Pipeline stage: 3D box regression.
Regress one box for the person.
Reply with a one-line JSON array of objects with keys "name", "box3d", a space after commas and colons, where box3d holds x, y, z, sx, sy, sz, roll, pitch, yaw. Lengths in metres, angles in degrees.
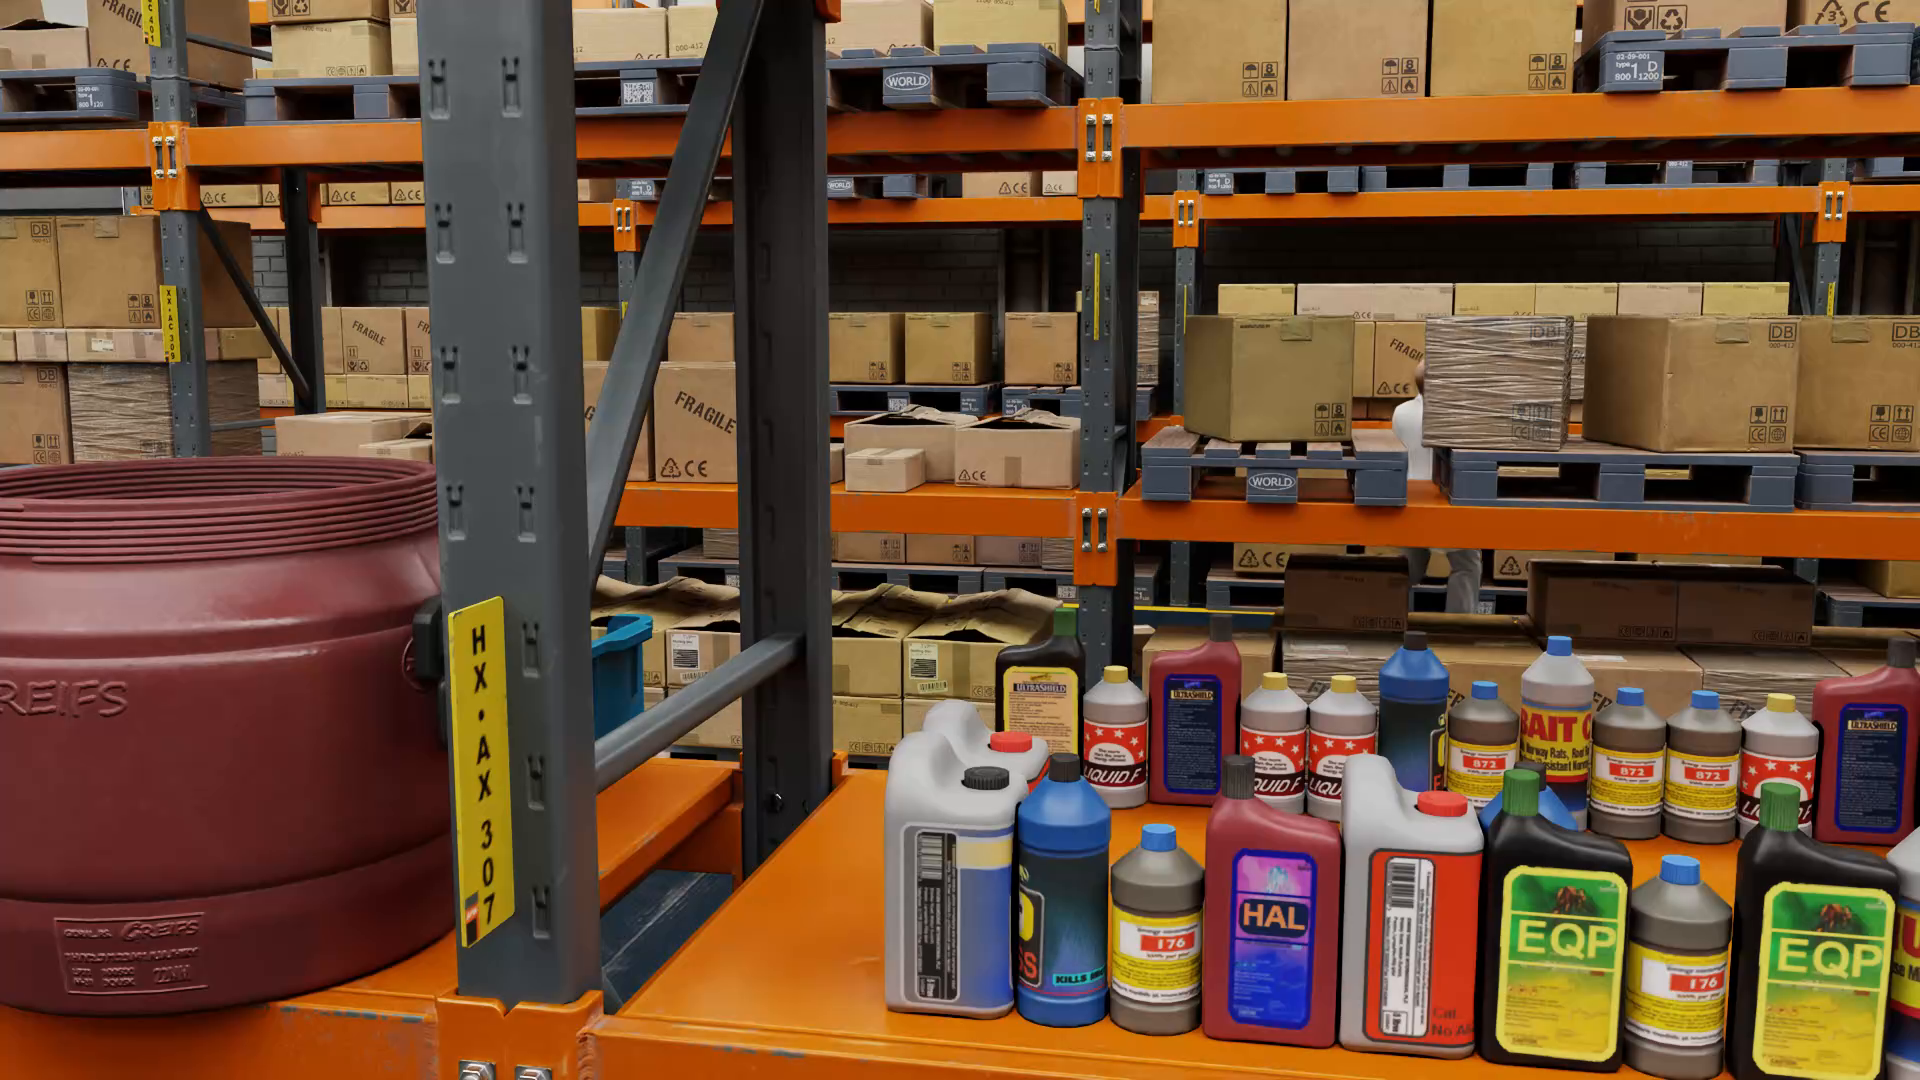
[{"name": "person", "box3d": [2.714, -0.194, 9.714, 0.977, 1.737, 0.614, -3, 9, -23]}]
